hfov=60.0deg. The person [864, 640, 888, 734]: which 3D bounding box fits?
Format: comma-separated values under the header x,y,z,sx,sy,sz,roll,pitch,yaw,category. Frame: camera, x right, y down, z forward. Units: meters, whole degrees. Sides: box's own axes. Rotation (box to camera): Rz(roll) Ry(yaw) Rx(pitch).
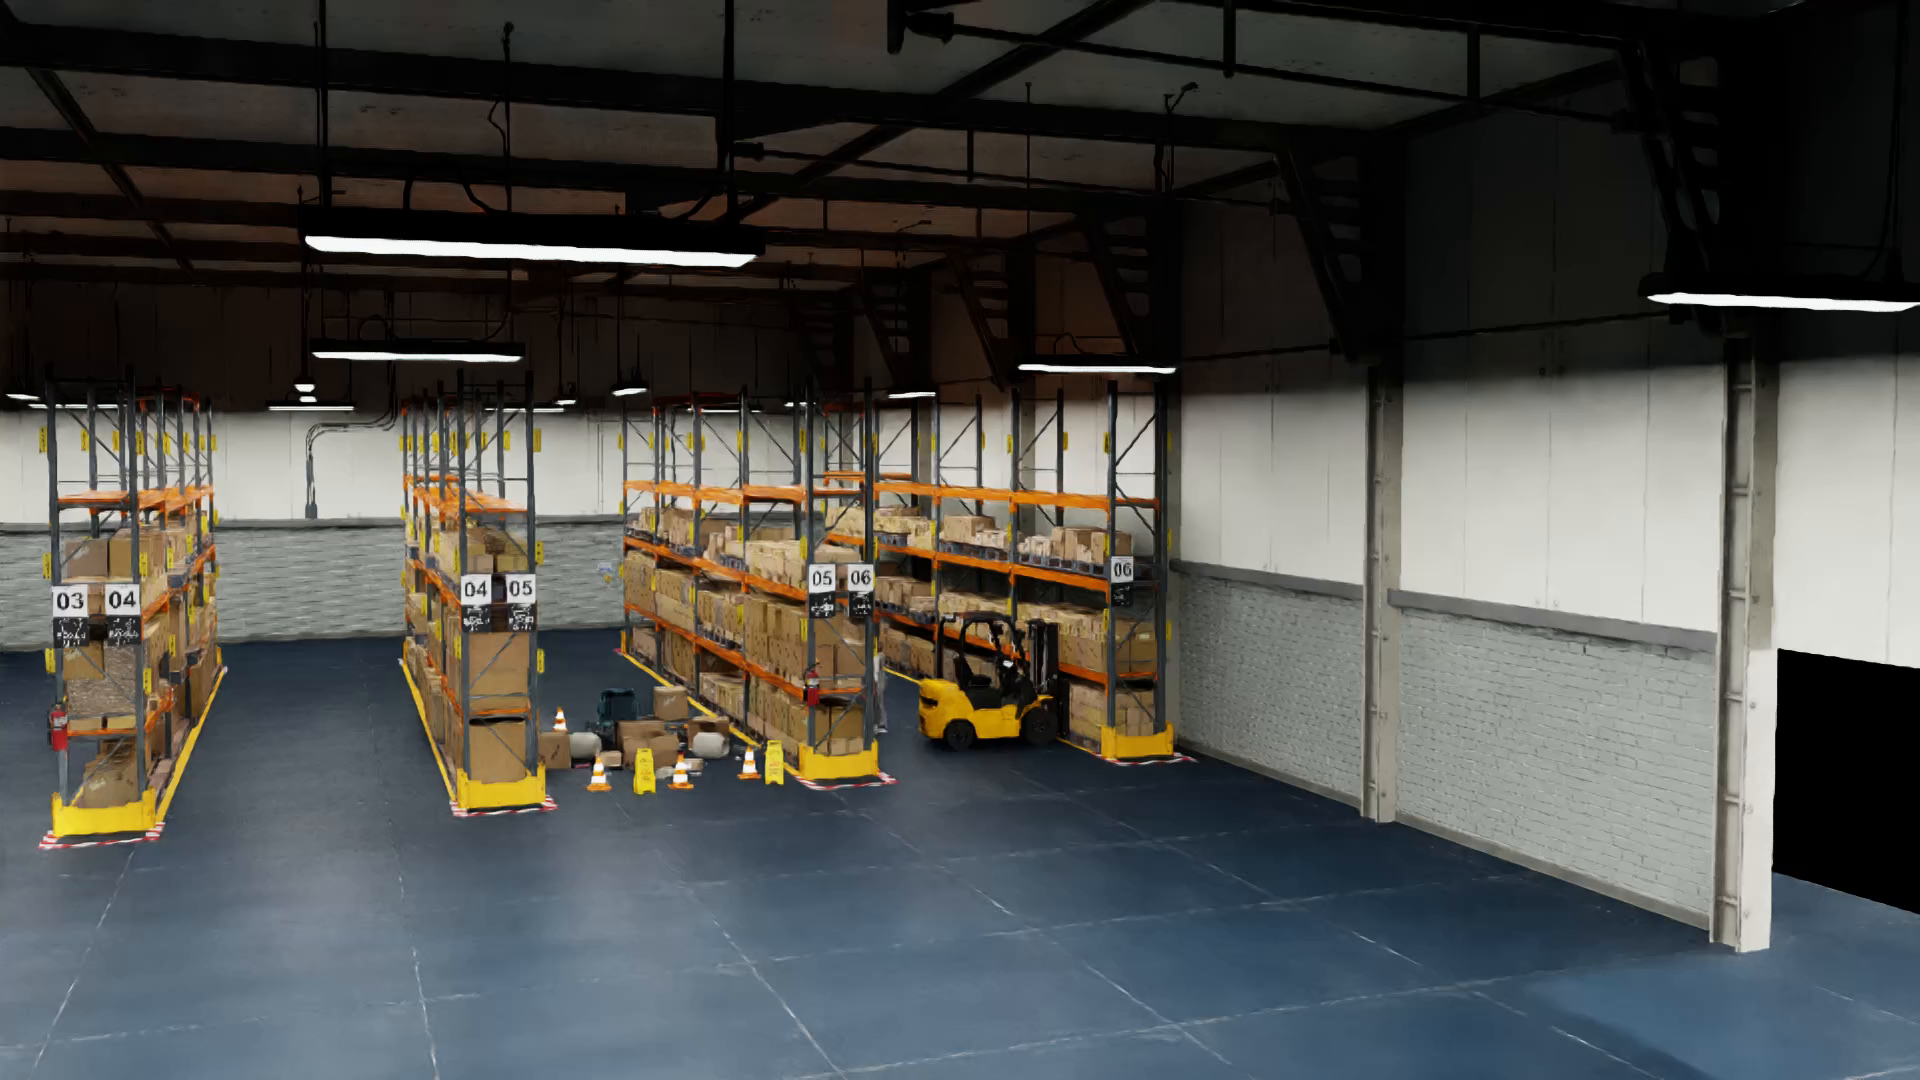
x,y,z,sx,sy,sz,roll,pitch,yaw,category
-1.447,2.539,28.685,0.449,1.554,0.467,1,3,10,person
